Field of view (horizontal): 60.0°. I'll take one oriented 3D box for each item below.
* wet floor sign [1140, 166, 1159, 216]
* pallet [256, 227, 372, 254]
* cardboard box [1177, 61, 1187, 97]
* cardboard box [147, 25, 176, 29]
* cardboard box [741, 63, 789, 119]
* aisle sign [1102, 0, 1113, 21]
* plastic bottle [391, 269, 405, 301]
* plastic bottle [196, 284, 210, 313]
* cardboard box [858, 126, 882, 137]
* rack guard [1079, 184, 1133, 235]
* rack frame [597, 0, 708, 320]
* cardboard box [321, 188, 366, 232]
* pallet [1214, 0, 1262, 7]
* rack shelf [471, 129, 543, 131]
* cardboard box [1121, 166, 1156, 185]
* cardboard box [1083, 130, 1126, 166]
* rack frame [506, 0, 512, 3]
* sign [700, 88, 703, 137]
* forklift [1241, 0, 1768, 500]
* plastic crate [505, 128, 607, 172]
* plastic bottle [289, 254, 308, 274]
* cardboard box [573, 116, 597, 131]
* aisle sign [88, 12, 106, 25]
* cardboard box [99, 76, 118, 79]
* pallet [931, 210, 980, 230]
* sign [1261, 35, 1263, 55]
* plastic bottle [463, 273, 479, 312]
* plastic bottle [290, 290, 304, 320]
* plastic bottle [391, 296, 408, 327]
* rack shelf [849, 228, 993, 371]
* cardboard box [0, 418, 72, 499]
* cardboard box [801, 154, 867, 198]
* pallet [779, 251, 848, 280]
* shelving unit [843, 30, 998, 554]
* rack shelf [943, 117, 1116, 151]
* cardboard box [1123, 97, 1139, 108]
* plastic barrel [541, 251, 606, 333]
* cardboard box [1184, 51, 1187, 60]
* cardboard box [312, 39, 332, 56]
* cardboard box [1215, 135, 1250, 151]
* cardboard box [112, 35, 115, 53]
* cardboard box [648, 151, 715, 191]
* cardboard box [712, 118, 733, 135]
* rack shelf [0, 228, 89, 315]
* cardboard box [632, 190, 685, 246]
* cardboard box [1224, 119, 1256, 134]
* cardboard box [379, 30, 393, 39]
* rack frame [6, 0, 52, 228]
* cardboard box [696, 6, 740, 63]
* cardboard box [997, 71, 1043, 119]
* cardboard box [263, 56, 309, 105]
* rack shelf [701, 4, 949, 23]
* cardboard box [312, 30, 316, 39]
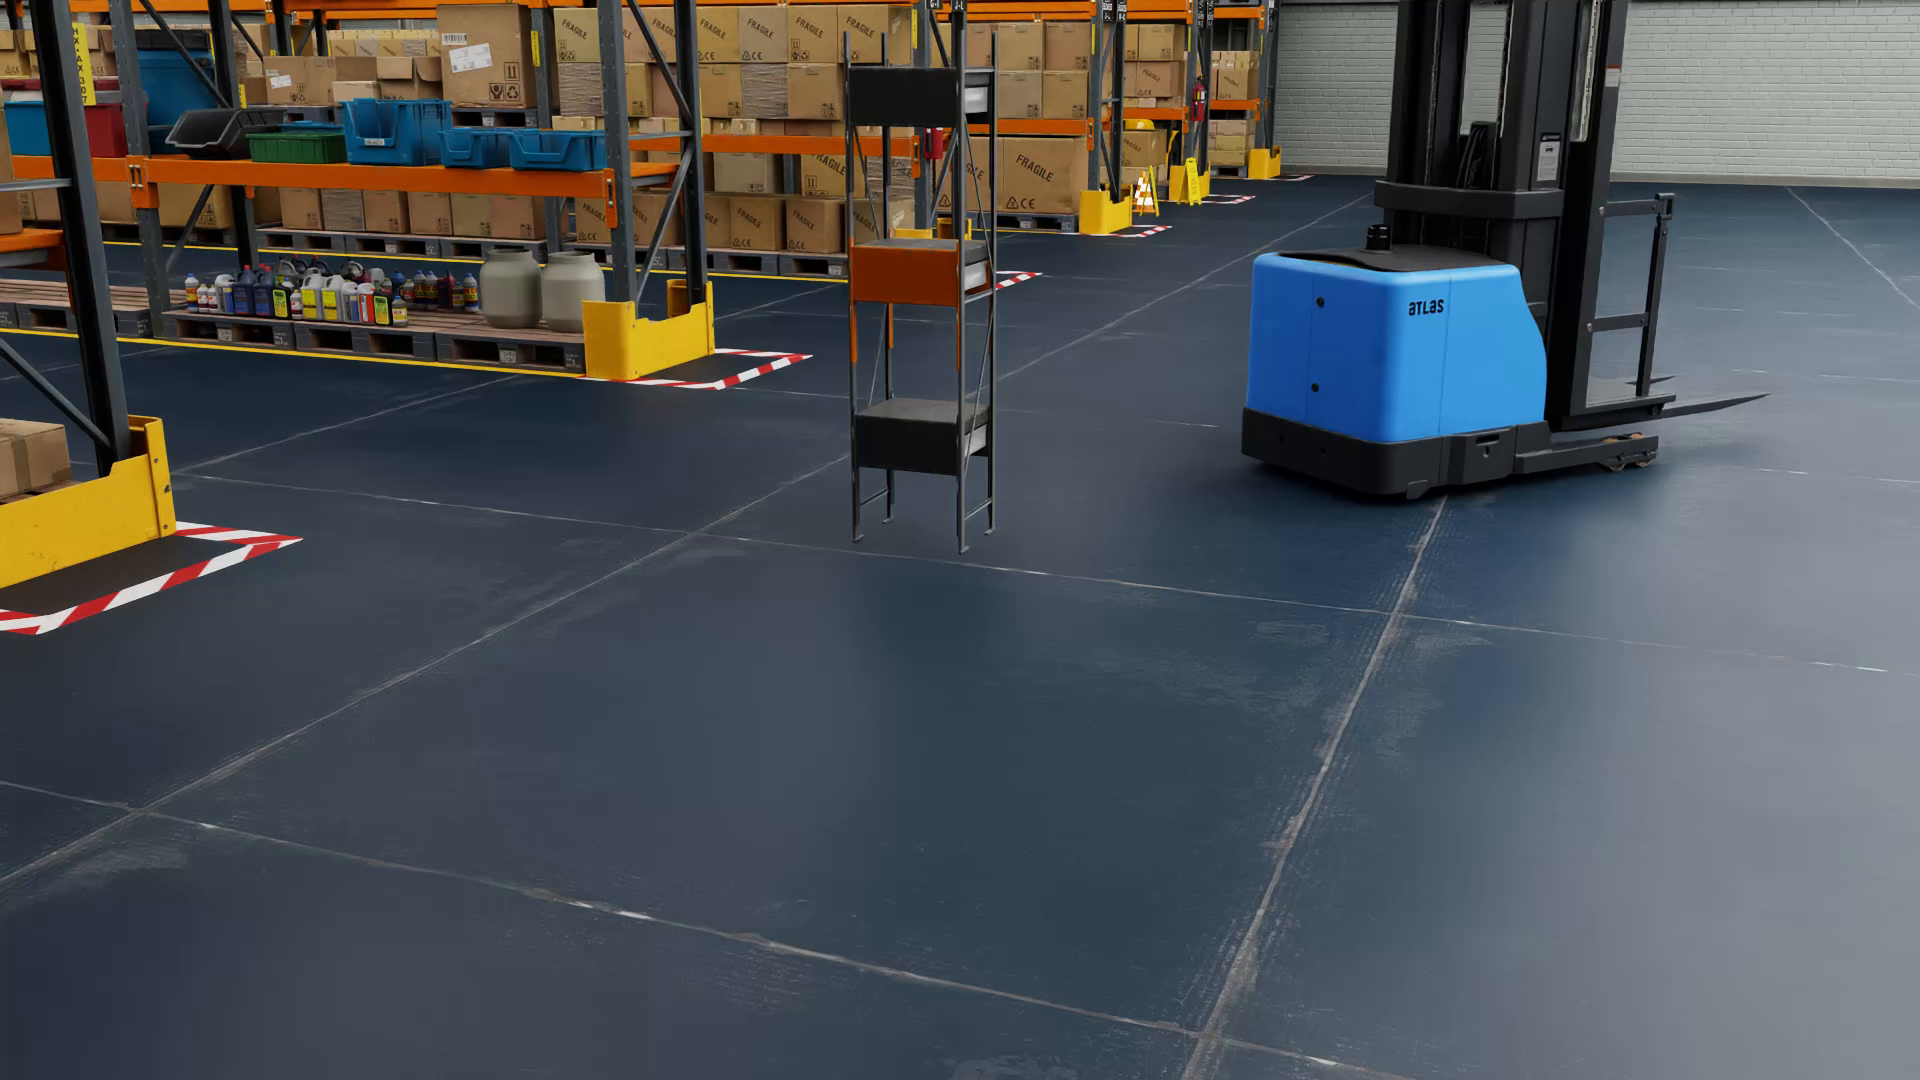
[{"bbox_3d":[2.492,-4.576,21.779,0.232,0.644,0.267,3,17,11],"label":"wet floor sign"},{"bbox_3d":[-6.891,-3.319,18.228,1.213,0.211,1.003,6,17,21],"label":"pallet"},{"bbox_3d":[3.122,-6.802,24.509,0.500,0.500,0.500,6,17,20],"label":"cardboard box"},{"bbox_3d":[-11.402,-7.229,24.188,0.500,0.500,0.500,6,17,19],"label":"cardboard box"},{"bbox_3d":[-1.635,-4.257,15.743,0.500,0.500,0.875,6,17,21],"label":"cardboard box"},{"bbox_3d":[1.695,-6.360,19.037,0.004,0.787,0.394,6,17,21],"label":"aisle sign"},{"bbox_3d":[-4.165,-1.869,12.335,0.097,0.271,0.097,0,16,0],"label":"plastic bottle"},{"bbox_3d":[-5.484,-1.755,12.070,0.097,0.201,0.097,0,16,0],"label":"plastic bottle"},{"bbox_3d":[-0.748,-3.801,15.336,0.250,0.149,0.380,6,17,21],"label":"cardboard box"},{"bbox_3d":[1.761,-3.993,20.032,0.348,0.500,1.175,6,17,21],"label":"rack guard"},{"bbox_3d":[-1.993,-2.635,10.872,0.127,3.000,1.000,6,17,21],"label":"rack frame"},{"bbox_3d":[-6.466,-3.632,18.000,0.500,0.500,0.700,5,17,16],"label":"cardboard box"},{"bbox_3d":[4.630,-9.255,28.452,1.213,0.211,1.003,6,17,21],"label":"pallet"},{"bbox_3d":[-5.757,-4.188,17.511,4.000,0.370,1.077,6,17,21],"label":"rack shelf"},{"bbox_3d":[2.588,-5.387,24.527,0.500,0.250,0.500,6,17,20],"label":"cardboard box"},{"bbox_3d":[2.133,-5.798,24.600,0.500,0.500,0.500,7,18,23],"label":"cardboard box"},{"bbox_3d":[-5.703,-6.014,22.511,0.127,3.000,1.000,6,17,21],"label":"rack frame"},{"bbox_3d":[-1.787,-2.911,11.323,0.005,0.325,0.100,6,17,21],"label":"sign"},{"bbox_3d":[2.963,-1.871,8.360,3.031,2.935,1.130,-9,18,-28],"label":"forklift"},{"bbox_3d":[-2.568,-2.538,10.801,0.616,0.251,0.499,6,17,21],"label":"plastic crate"},{"bbox_3d":[-5.009,-1.993,12.620,0.185,0.351,0.144,6,17,19],"label":"plastic bottle"},{"bbox_3d":[-3.579,-4.080,16.297,0.250,0.149,0.380,6,17,21],"label":"cardboard box"},{"bbox_3d":[-13.103,-8.167,25.261,0.004,0.787,0.394,6,17,21],"label":"aisle sign"},{"bbox_3d":[-9.113,-4.877,18.415,0.500,0.500,0.500,6,17,19],"label":"cardboard box"},{"bbox_3d":[-0.165,-4.044,20.724,1.213,0.211,1.003,6,17,21],"label":"pallet"},{"bbox_3d":[5.067,-8.308,27.911,0.005,0.325,0.100,6,17,21],"label":"sign"},{"bbox_3d":[-3.565,-1.803,12.108,0.097,0.271,0.097,0,16,0],"label":"plastic bottle"},{"bbox_3d":[-4.685,-1.668,11.768,0.097,0.201,0.097,0,16,0],"label":"plastic bottle"},{"bbox_3d":[-3.862,-1.577,11.456,0.097,0.201,0.097,0,16,0],"label":"plastic bottle"},{"bbox_3d":[-0.154,-1.012,6.943,0.480,0.518,0.431,6,17,21],"label":"rack shelf"},{"bbox_3d":[-4.231,-0.345,7.160,0.500,0.250,0.500,6,17,21],"label":"cardboard box"},{"bbox_3d":[-1.423,-4.704,21.055,0.875,0.875,0.875,7,17,21],"label":"cardboard box"},{"bbox_3d":[-0.989,-2.681,16.030,1.213,0.211,1.003,6,17,21],"label":"pallet"},{"bbox_3d":[-0.154,-1.025,6.939,0.503,2.100,0.431,6,17,21],"label":"shelving unit"},{"bbox_3d":[-0.122,-5.055,20.497,4.000,0.370,1.077,6,17,21],"label":"rack shelf"},{"bbox_3d":[2.527,-6.381,24.225,0.250,0.149,0.380,6,17,20],"label":"cardboard box"},{"bbox_3d":[-2.633,-1.690,11.324,0.421,0.512,0.421,0,16,0],"label":"plastic barrel"},{"bbox_3d":[3.887,-8.342,28.652,0.250,0.149,0.380,7,18,22],"label":"cardboard box"},{"bbox_3d":[-11.081,-8.532,29.211,0.500,0.500,0.500,6,17,19],"label":"cardboard box"},{"bbox_3d":[4.711,-6.868,28.733,0.500,0.250,0.500,6,17,20],"label":"cardboard box"},{"bbox_3d":[-8.897,-5.415,18.466,0.637,0.503,0.797,7,17,22],"label":"cardboard box"},{"bbox_3d":[-3.489,-4.866,21.838,0.750,0.750,1.050,6,17,21],"label":"cardboard box"},{"bbox_3d":[-2.157,-3.945,15.832,0.250,0.149,0.380,6,17,21],"label":"cardboard box"},{"bbox_3d":[-5.674,-1.210,7.253,4.000,0.370,1.077,6,17,21],"label":"rack shelf"},{"bbox_3d":[-3.003,-3.223,16.624,0.500,0.500,0.500,13,21,38],"label":"cardboard box"},{"bbox_3d":[4.901,-7.238,29.109,0.500,0.250,0.500,6,17,20],"label":"cardboard box"},{"bbox_3d":[-9.767,-8.689,28.587,0.250,0.149,0.380,6,17,19],"label":"cardboard box"},{"bbox_3d":[-11.338,-5.148,19.525,0.127,3.000,1.000,6,17,21],"label":"rack frame"},{"bbox_3d":[-2.171,-4.738,15.608,0.500,0.500,0.500,6,17,21],"label":"cardboard box"},{"bbox_3d":[0.857,-5.345,19.936,0.550,0.550,0.875,6,17,21],"label":"cardboard box"},{"bbox_3d":[-7.100,-4.943,17.888,0.500,0.500,0.500,4,17,14],"label":"cardboard box"},{"bbox_3d":[-2.121,-8.199,25.946,4.000,0.370,1.077,6,17,21],"label":"rack shelf"},{"bbox_3d":[-11.195,-8.859,29.171,0.250,0.149,0.380,7,17,22],"label":"cardboard box"}]
